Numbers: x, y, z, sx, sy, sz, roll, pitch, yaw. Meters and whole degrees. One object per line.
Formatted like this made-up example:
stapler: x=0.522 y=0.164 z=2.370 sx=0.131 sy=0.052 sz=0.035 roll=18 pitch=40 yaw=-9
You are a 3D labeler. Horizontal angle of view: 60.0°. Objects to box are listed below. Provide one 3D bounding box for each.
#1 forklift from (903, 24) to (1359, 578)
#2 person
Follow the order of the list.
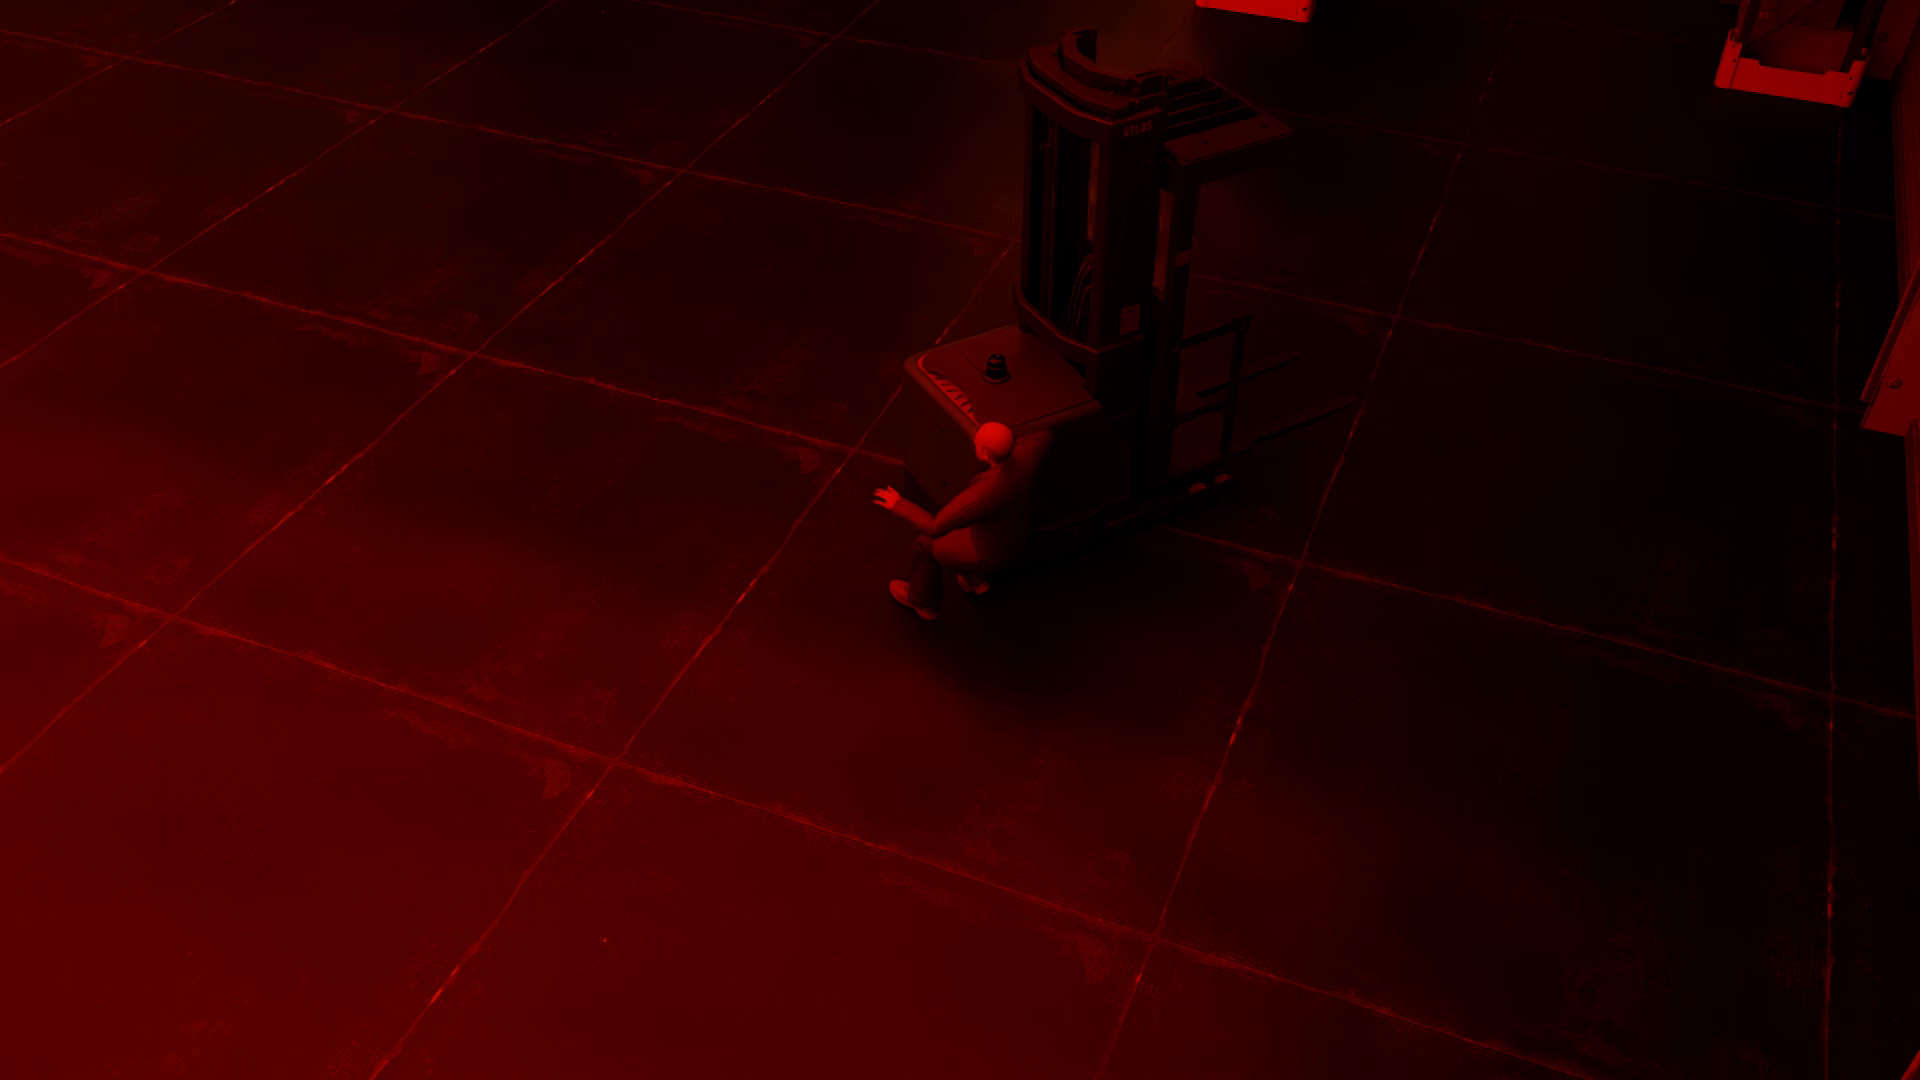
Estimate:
forklift: x=1.180 y=-1.593 z=9.909 sx=3.031 sy=2.935 sz=1.130 roll=-20 pitch=44 yaw=-22
person: x=-0.015 y=-0.136 z=9.272 sx=0.903 sy=1.527 sz=1.017 roll=20 pitch=44 yaw=22
